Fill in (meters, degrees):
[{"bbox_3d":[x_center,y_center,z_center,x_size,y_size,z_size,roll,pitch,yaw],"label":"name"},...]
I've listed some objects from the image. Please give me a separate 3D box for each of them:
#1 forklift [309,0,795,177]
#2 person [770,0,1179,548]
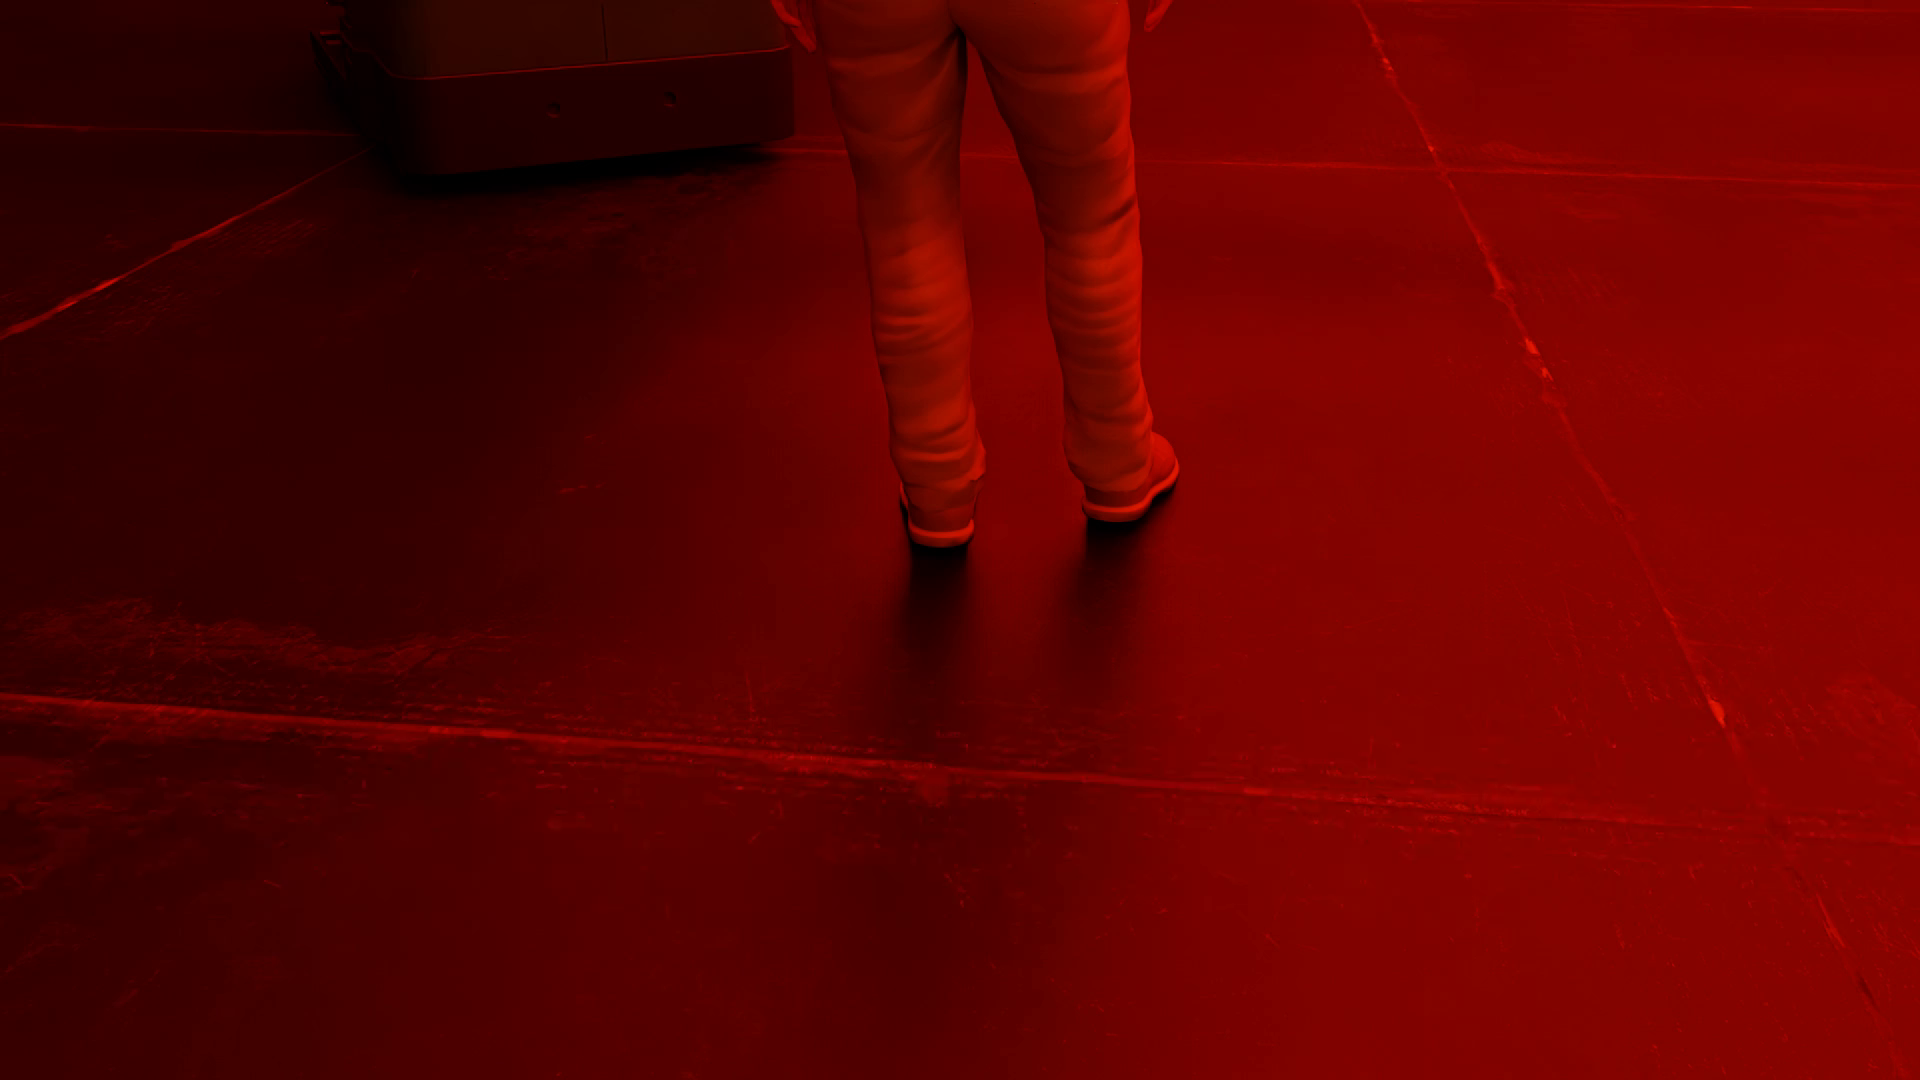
[{"bbox_3d":[-1.538,-2.857,4.945,1.130,2.935,3.031,-12,29,-22],"label":"forklift"},{"bbox_3d":[0.032,-0.785,2.191,0.599,1.670,0.527,3,27,7],"label":"person"}]
